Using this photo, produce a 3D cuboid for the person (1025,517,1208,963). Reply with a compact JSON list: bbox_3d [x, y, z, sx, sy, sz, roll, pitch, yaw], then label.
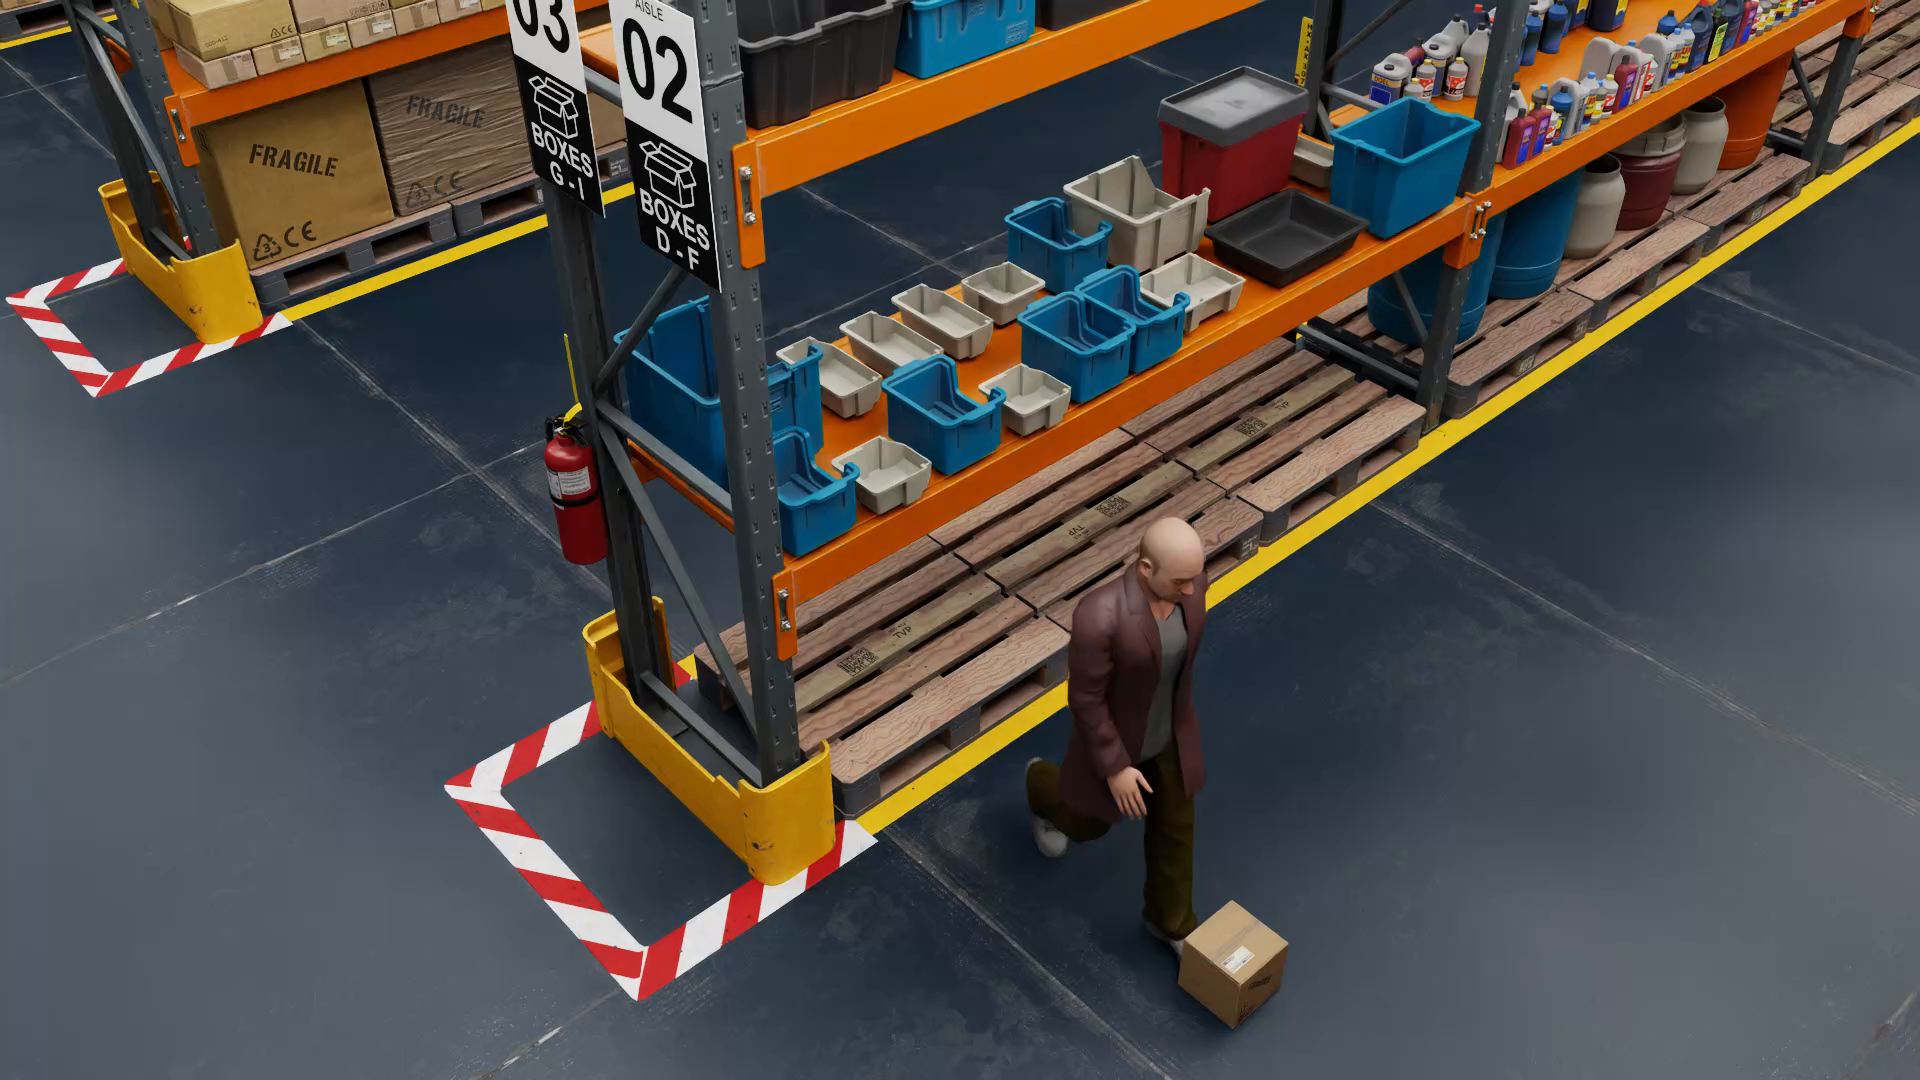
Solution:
[{"bbox_3d":[0.565,0.611,5.473,0.576,1.748,1.011,-20,43,-23],"label":"person"}]
